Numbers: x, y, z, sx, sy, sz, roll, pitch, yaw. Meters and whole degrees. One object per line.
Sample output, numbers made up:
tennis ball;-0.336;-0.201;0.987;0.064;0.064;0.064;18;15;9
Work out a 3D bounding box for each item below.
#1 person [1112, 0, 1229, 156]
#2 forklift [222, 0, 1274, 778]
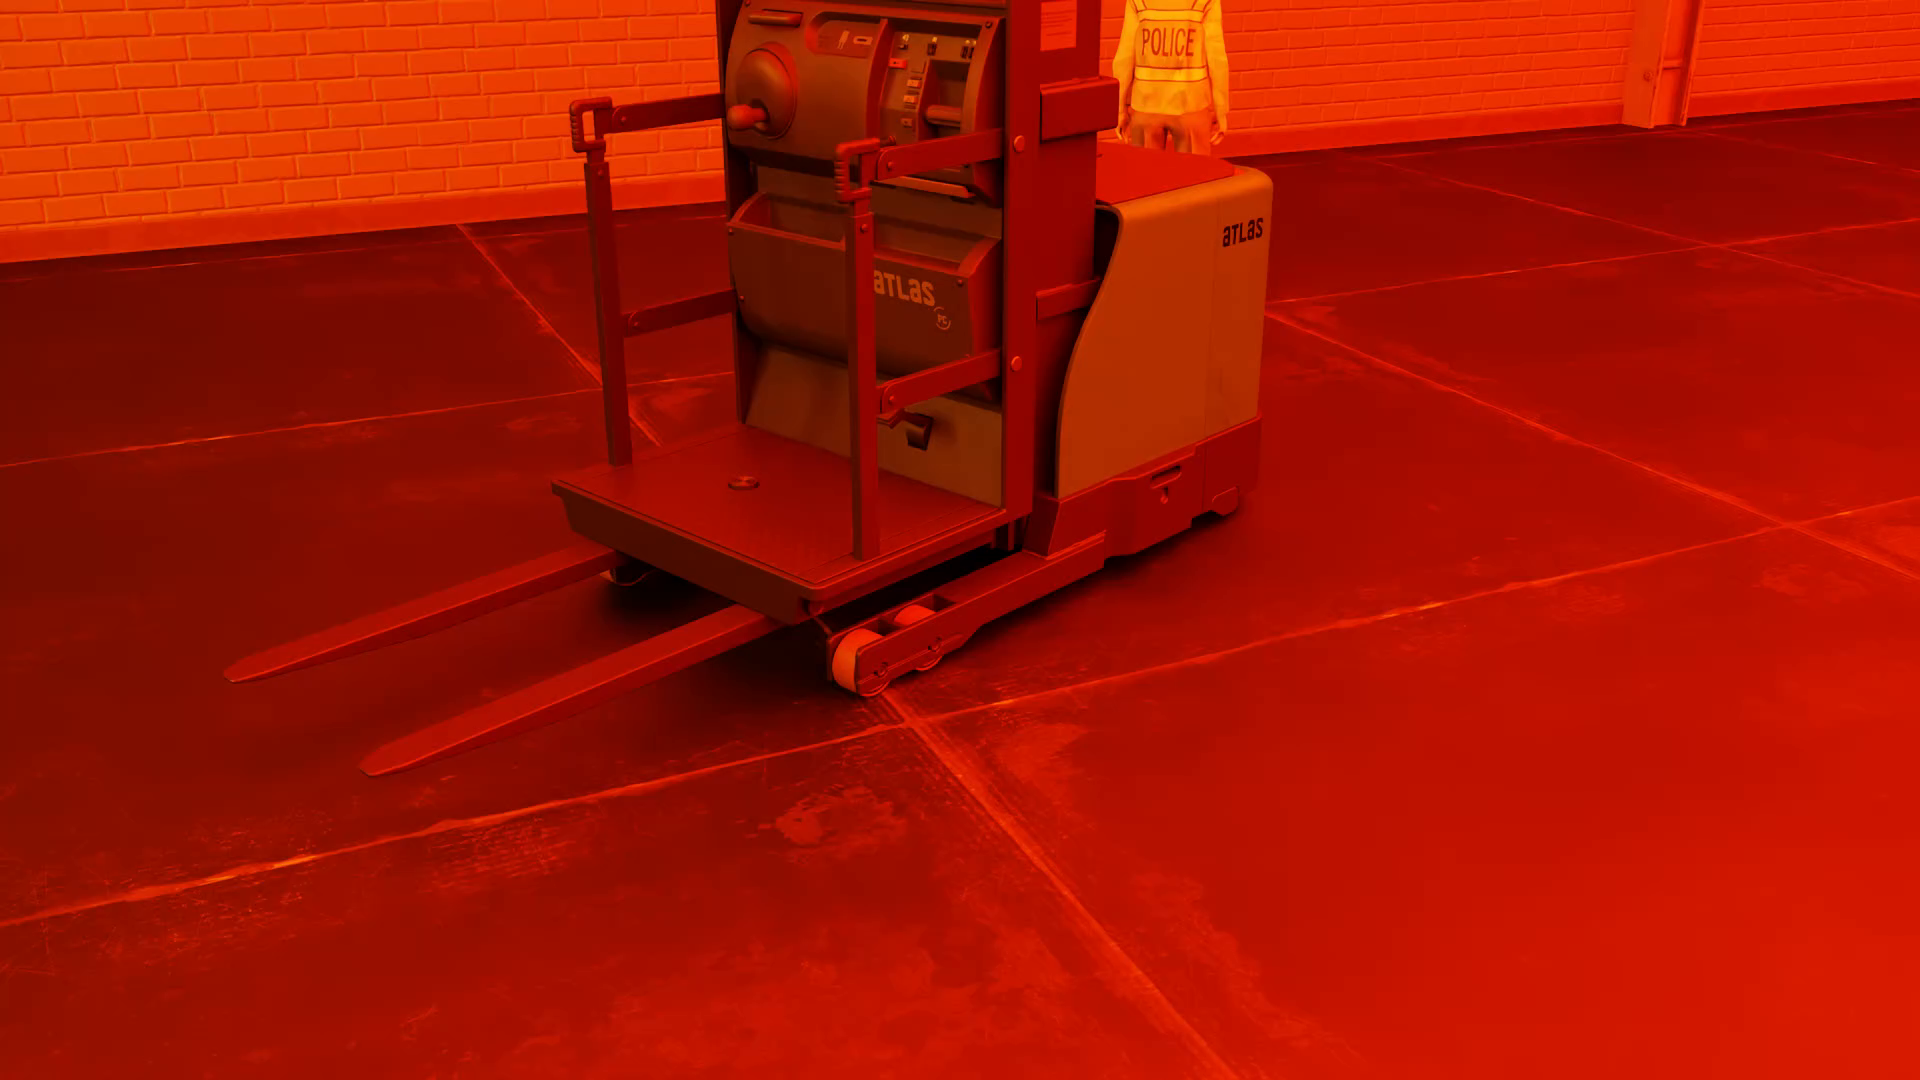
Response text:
person;0.967;-1.953;7.639;0.547;1.666;0.371;6;23;15
forklift;-0.413;-1.182;4.131;1.130;2.935;3.031;19;29;39
